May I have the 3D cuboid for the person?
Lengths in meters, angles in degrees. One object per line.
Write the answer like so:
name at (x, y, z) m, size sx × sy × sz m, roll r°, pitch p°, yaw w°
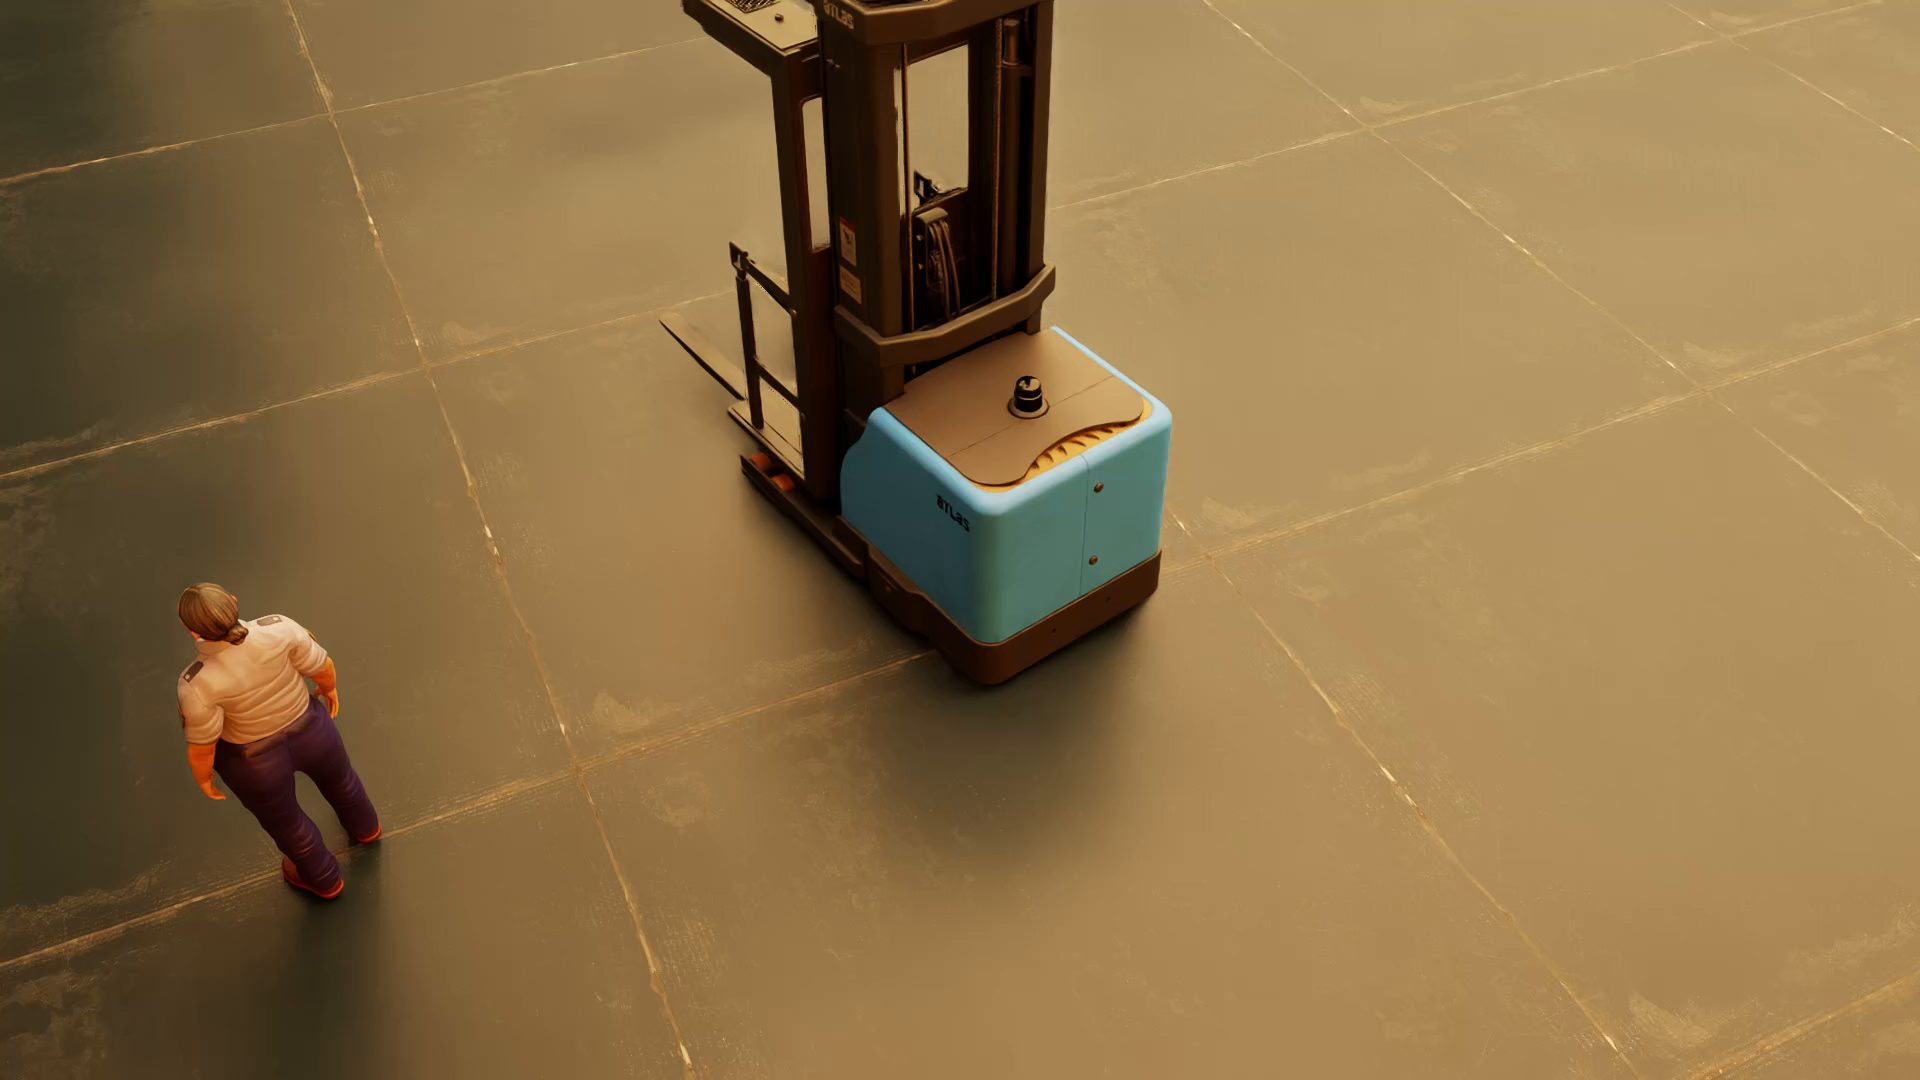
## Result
person at (-2.463, 0.669, 5.894) m, size 0.504 × 1.650 × 0.596 m, roll 31°, pitch 51°, yaw 29°

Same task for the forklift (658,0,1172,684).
forklift at (-0.405, -1.412, 7.193) m, size 1.130 × 2.935 × 3.031 m, roll -28°, pitch 50°, yaw -26°
